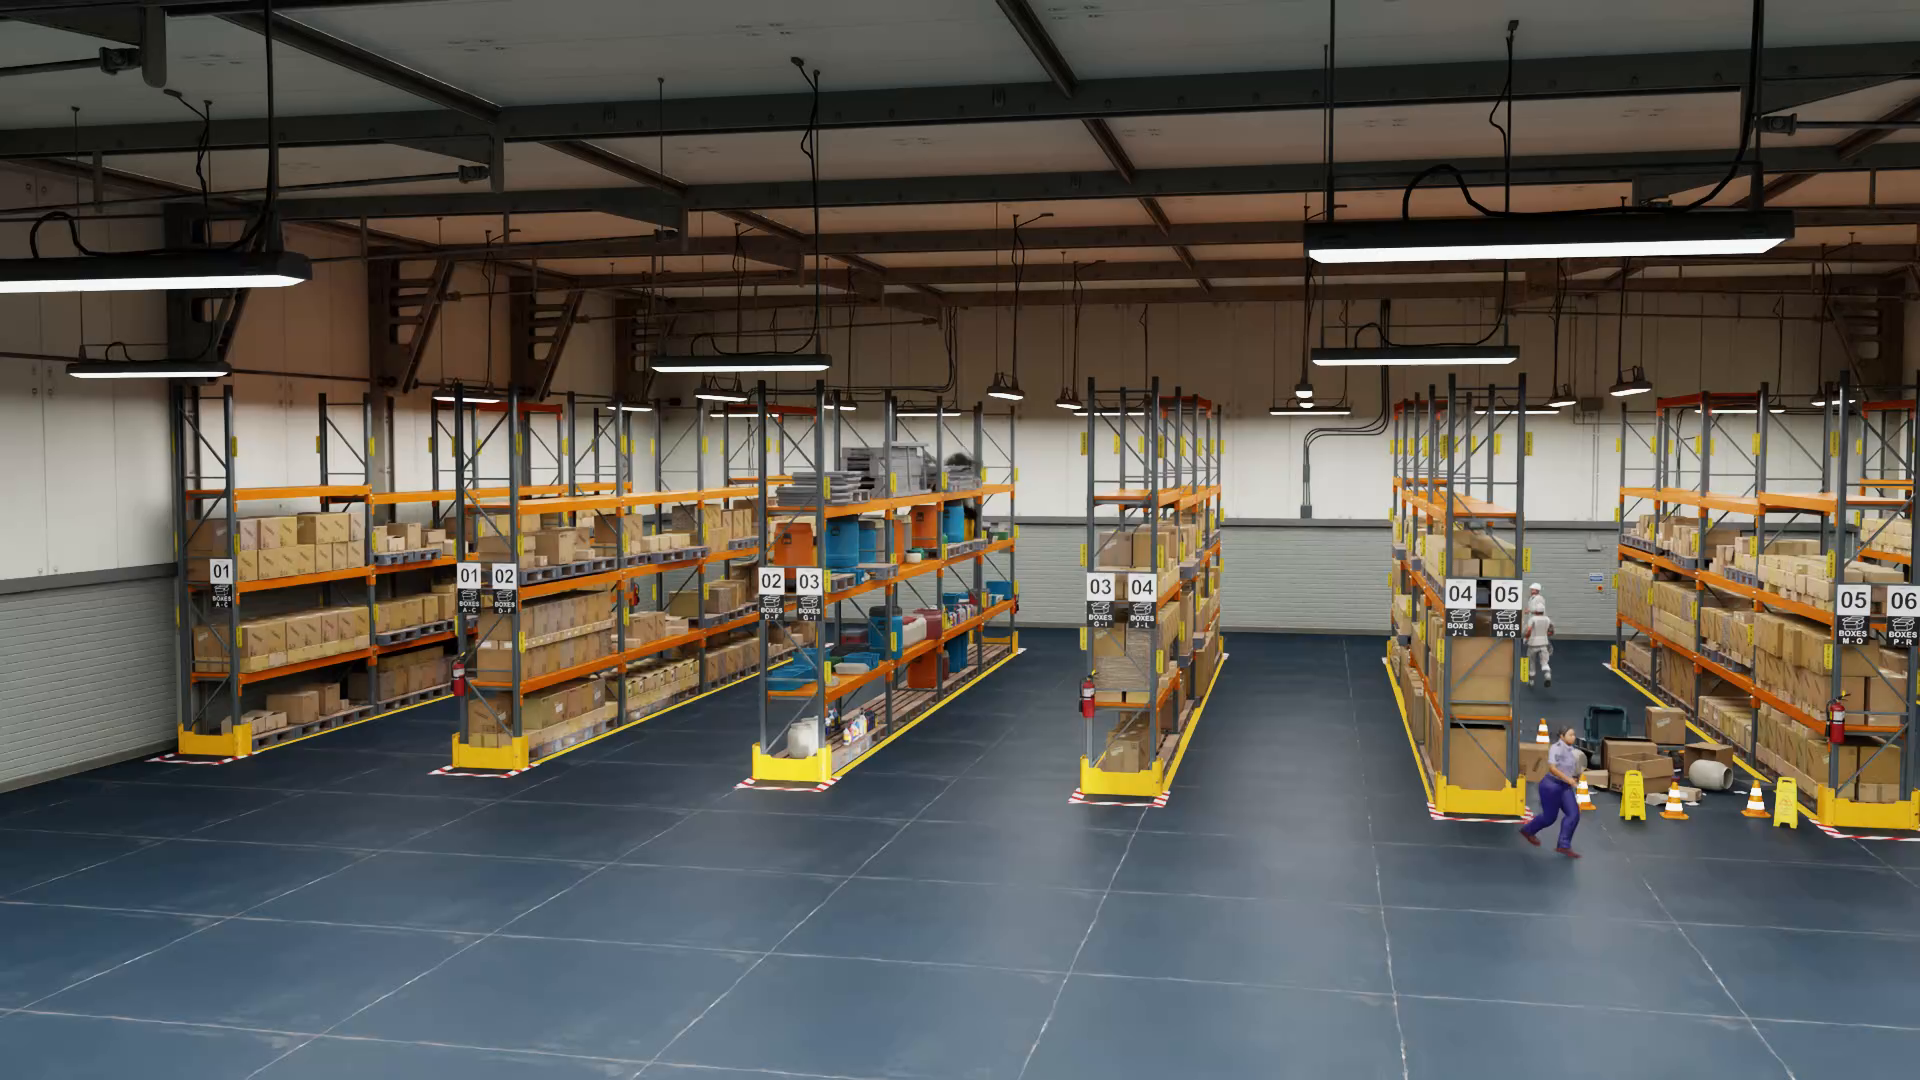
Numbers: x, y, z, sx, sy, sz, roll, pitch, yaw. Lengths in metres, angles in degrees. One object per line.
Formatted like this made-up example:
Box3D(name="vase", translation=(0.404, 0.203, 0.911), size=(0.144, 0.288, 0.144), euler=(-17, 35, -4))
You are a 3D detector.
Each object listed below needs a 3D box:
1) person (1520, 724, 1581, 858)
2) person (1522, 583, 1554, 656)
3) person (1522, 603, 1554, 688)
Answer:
Box3D(name="person", translation=(7.244, 3.052, 20.426), size=(0.580, 1.625, 0.794), euler=(-3, 4, -43))
Box3D(name="person", translation=(13.765, 1.917, 39.670), size=(0.827, 1.784, 0.573), euler=(0, 3, -8))
Box3D(name="person", translation=(11.891, 2.176, 34.172), size=(0.655, 1.765, 1.000), euler=(0, 3, 2))
